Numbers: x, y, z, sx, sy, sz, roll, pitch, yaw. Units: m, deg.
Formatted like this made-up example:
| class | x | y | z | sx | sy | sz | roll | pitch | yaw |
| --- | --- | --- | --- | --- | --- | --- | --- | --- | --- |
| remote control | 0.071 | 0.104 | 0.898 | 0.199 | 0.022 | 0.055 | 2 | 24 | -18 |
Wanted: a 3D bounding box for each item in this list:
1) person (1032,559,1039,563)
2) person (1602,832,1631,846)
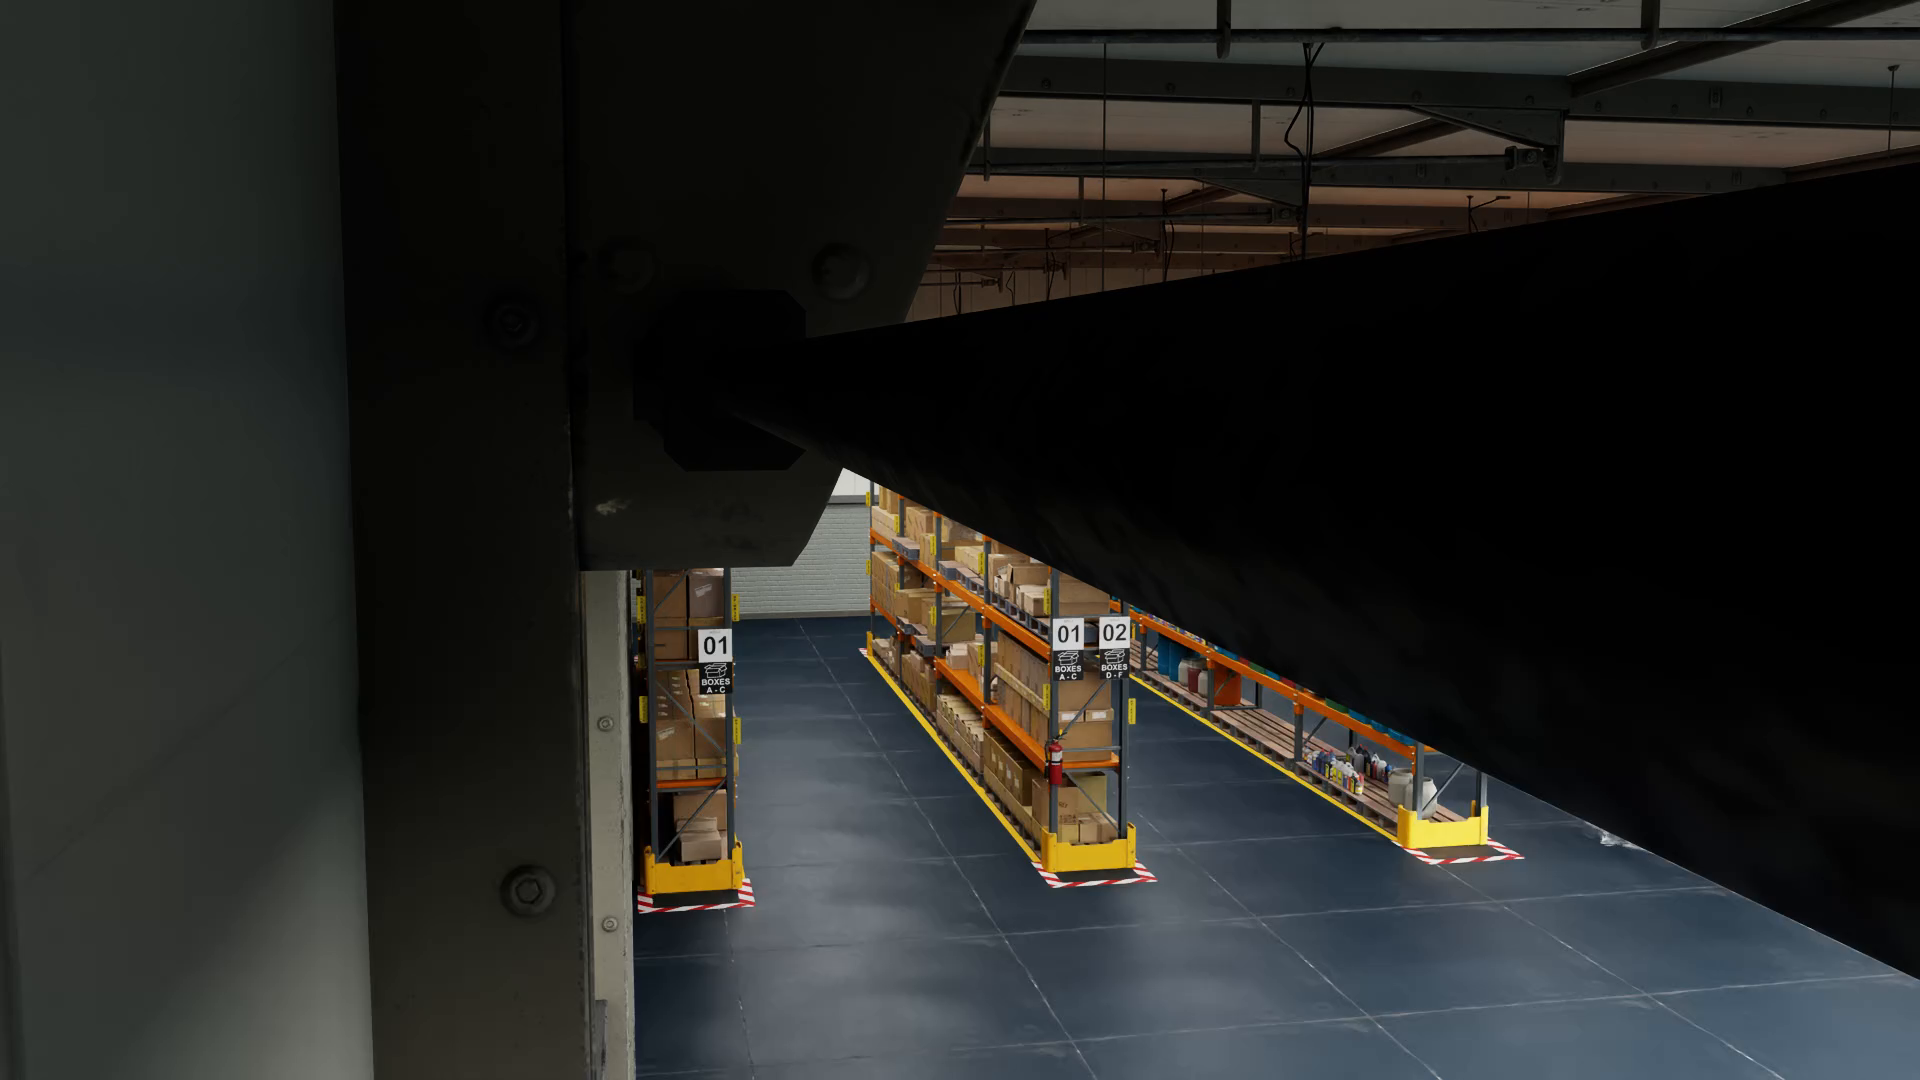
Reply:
| class | x | y | z | sx | sy | sz | roll | pitch | yaw |
| --- | --- | --- | --- | --- | --- | --- | --- | --- | --- |
| person | 1.774 | 1.377 | 39.717 | 0.650 | 1.856 | 0.819 | -1 | 6 | -10 |
| person | 8.725 | 3.267 | 21.959 | 0.466 | 1.589 | 0.363 | 4 | 7 | 30 |
